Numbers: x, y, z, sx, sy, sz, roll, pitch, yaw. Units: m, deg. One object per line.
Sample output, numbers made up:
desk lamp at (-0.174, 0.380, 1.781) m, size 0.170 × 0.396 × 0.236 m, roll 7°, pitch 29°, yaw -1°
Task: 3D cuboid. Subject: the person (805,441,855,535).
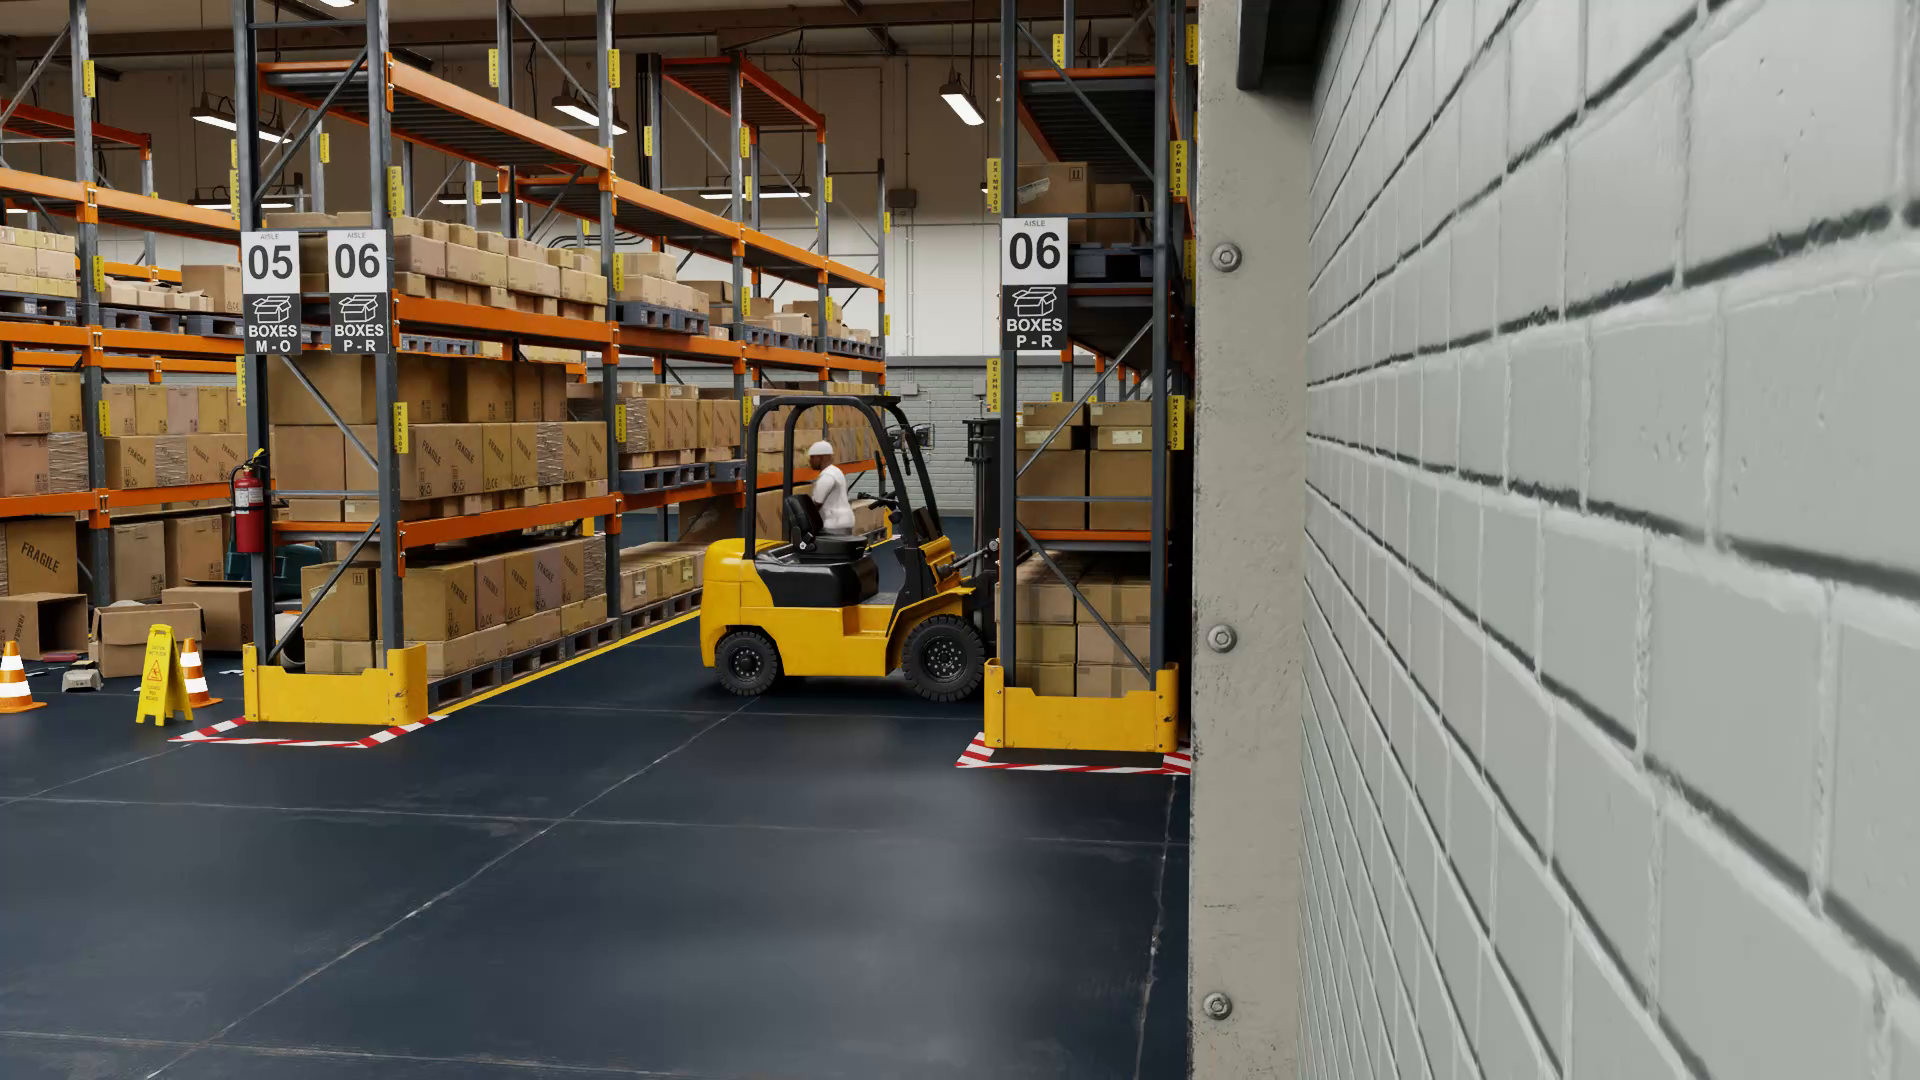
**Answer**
person at (-1.347, -0.111, 16.560) m, size 0.590 × 1.744 × 0.503 m, roll 1°, pitch 4°, yaw 8°
